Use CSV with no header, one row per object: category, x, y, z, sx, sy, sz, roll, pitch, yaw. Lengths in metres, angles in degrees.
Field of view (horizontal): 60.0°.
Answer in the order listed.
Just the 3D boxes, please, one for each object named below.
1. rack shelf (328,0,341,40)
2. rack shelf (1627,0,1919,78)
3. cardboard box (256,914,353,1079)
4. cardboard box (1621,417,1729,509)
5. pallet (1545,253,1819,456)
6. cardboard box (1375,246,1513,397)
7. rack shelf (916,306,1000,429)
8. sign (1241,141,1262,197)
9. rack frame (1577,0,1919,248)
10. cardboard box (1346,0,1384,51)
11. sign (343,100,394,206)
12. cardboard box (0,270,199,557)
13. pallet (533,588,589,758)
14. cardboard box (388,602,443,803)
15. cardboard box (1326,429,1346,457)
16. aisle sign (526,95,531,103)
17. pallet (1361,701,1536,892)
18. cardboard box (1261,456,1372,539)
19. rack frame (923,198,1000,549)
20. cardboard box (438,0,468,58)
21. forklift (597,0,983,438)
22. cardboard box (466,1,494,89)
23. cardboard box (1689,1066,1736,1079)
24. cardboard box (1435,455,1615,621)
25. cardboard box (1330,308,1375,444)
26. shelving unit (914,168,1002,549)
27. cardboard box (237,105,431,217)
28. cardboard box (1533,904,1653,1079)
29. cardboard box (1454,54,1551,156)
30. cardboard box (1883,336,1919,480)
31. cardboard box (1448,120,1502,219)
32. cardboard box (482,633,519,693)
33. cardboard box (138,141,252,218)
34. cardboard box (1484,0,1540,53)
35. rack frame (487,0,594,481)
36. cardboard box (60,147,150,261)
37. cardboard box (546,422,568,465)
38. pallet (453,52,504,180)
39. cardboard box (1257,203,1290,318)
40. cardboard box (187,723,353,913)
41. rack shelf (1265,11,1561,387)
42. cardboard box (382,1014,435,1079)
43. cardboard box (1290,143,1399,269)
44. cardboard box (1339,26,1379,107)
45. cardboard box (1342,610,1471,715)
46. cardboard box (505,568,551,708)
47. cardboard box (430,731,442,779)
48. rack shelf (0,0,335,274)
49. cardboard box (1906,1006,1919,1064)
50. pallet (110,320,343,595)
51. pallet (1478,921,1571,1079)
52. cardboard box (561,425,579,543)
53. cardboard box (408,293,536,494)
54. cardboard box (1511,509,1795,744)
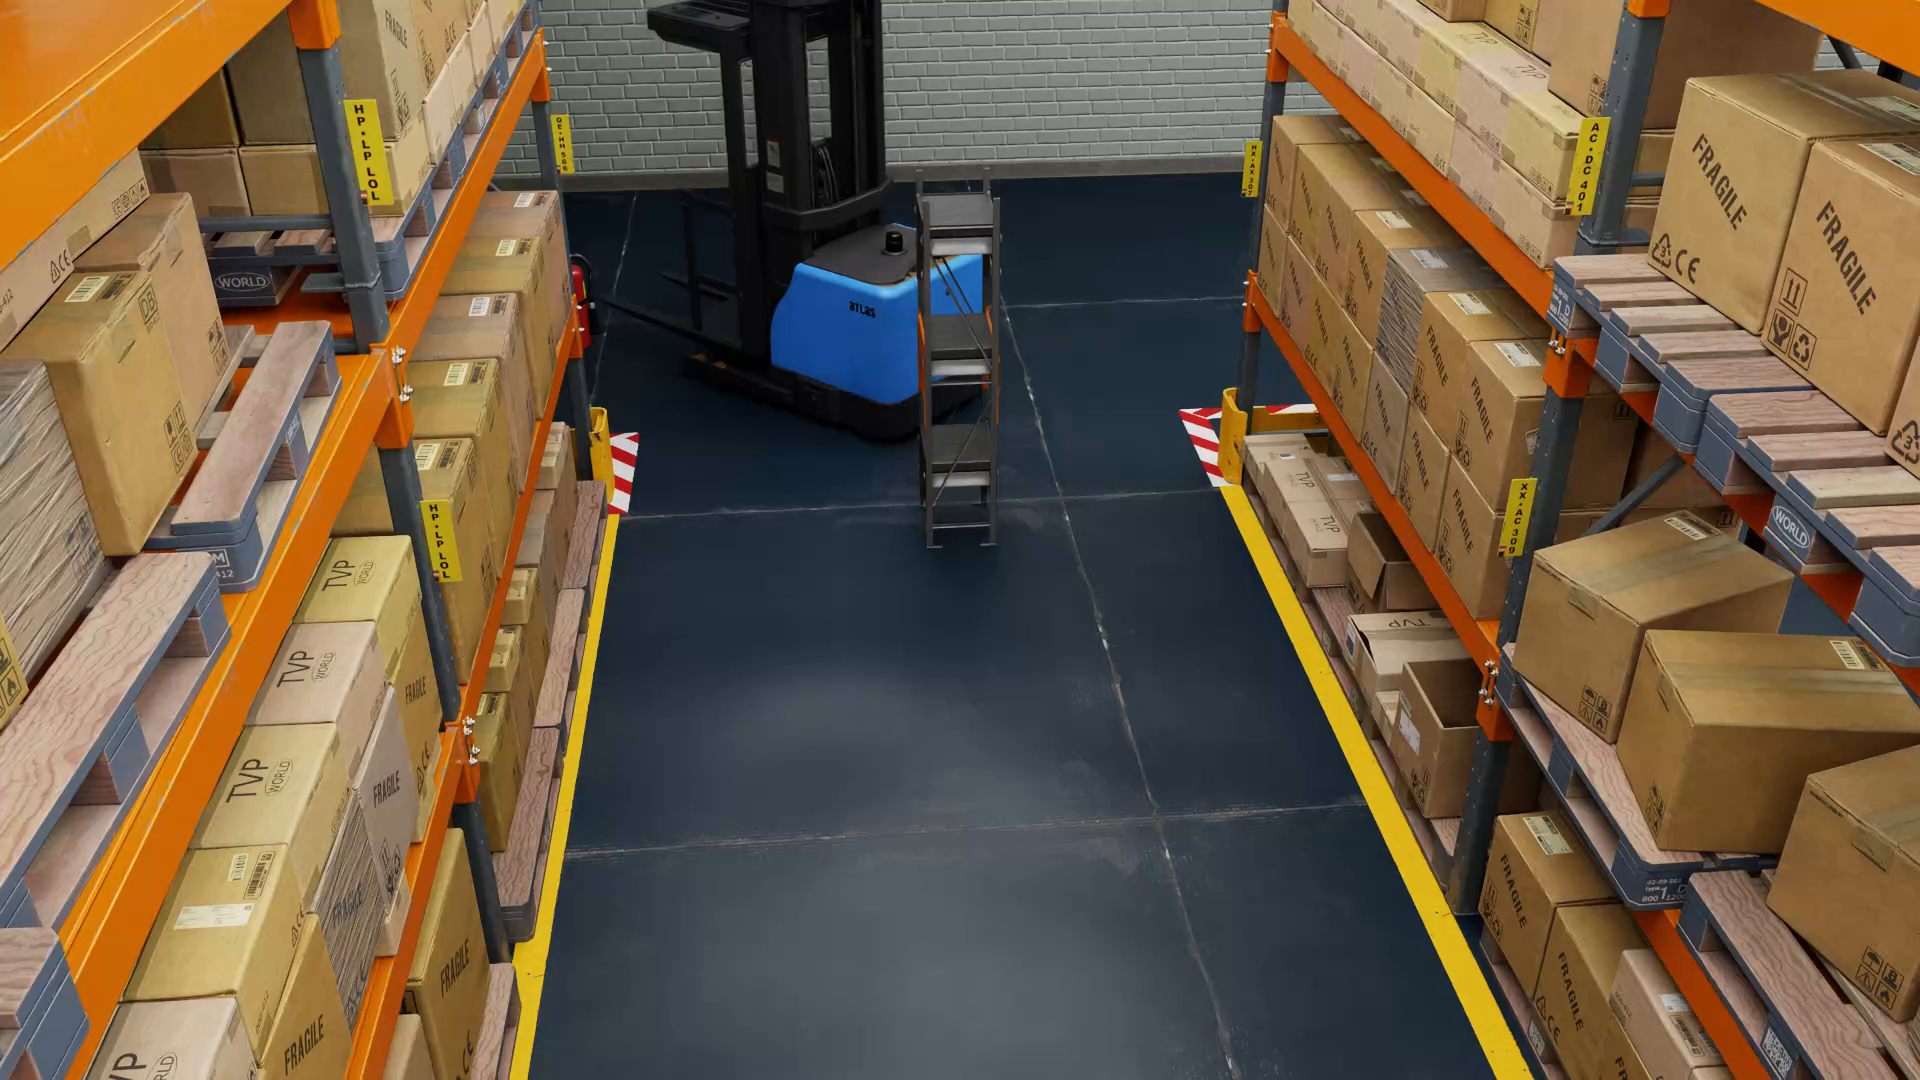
rack shelf,-2.527,-2.616,6.446,1.077,0.370,4.000,-3,31,-5
rack shelf,2.779,-0.813,3.428,1.077,0.370,4.000,-3,31,-5
cardboard box,-1.898,1.316,4.215,0.500,0.500,0.500,-2,31,-3
cardboard box,2.828,-0.466,6.532,0.500,0.500,0.500,-2,31,-3
pallet,2.583,-0.610,5.104,1.213,0.211,1.003,-3,31,-5
cardboard box,2.189,-0.976,7.386,0.500,0.500,0.500,-3,31,-4
rack shelf,-0.015,-0.974,9.360,0.431,0.518,0.480,-3,31,-5
sign,1.678,-2.127,9.542,0.100,0.325,0.005,-3,31,-5
rack frame,2.592,-2.315,4.850,1.000,3.000,0.127,-3,31,-5
cardboard box,2.100,-2.434,7.634,0.500,0.250,0.500,-3,31,-5
sign,-1.800,-1.176,5.057,0.100,0.325,0.005,-3,31,-5
cardboard box,-2.250,-0.284,3.849,0.700,0.500,0.500,-3,31,-6
pallet,-2.450,0.681,8.404,1.003,0.211,1.213,-3,31,-5
cardboard box,-2.046,0.544,5.507,0.500,0.500,0.500,-3,31,-5
cardboard box,2.514,-0.631,9.891,0.500,0.500,0.500,-3,31,-5
aisle sign,-2.421,-2.709,8.826,0.394,0.787,0.004,-3,31,-5
pallet,2.529,1.107,7.691,1.003,0.211,1.213,-3,31,-5
cardboard box,2.033,-0.244,9.485,0.500,0.250,0.500,-3,31,-5
rack frame,0.007,-0.861,9.144,0.400,2.100,0.015,-3,31,-5
cardboard box,-2.233,-2.160,6.424,0.500,0.500,0.500,-3,31,-4
forklift,-1.297,-2.520,11.111,3.031,2.935,1.130,22,37,32
cardboard box,-2.278,-2.097,7.049,0.500,0.250,0.500,-4,31,-6
cardboard box,2.535,1.848,5.008,0.500,0.250,0.500,-3,31,-6
cardboard box,2.290,-0.025,6.770,0.500,0.500,0.500,-2,31,-4
cardboard box,2.140,-0.810,8.084,0.500,0.500,0.500,-2,31,-4
shelving unit,-0.015,-0.986,9.353,0.431,2.100,0.503,-3,31,-5
cardboard box,-2.142,-1.312,5.736,0.500,0.250,0.500,-3,31,-5
cardboard box,2.455,1.675,6.029,0.500,0.500,0.500,-2,31,-4
cardboard box,2.233,-1.668,6.351,0.500,0.250,0.500,-3,31,-5
cardboard box,2.693,-0.352,3.884,0.600,0.600,0.600,-4,31,-7
cardboard box,2.246,-1.454,6.480,0.500,0.250,0.500,-3,31,-5
cardboard box,-2.158,0.544,7.310,0.380,0.149,0.250,-2,31,-3
cardboard box,-2.637,-1.285,5.690,0.500,0.250,0.500,-2,31,-4
cardboard box,2.550,-2.263,6.615,0.700,0.500,0.500,-3,31,-5
rack frame,-2.713,-1.542,9.407,1.000,3.000,0.127,-3,31,-5
cardboard box,-2.388,-0.886,4.125,0.500,0.250,0.500,-1,31,-1
cardboard box,-2.355,-0.519,9.088,0.380,0.149,0.250,-3,31,-5
pallet,-2.517,-1.789,6.982,1.003,0.211,1.213,-3,31,-5
cardboard box,1.997,-1.585,9.381,0.500,0.500,0.500,-2,31,-4
cardboard box,-1.956,0.747,4.436,0.500,0.250,0.500,-2,31,-4
rack shelf,2.405,-1.739,7.513,1.077,0.370,4.000,-3,31,-5
cardboard box,-2.064,2.022,5.127,0.750,0.750,0.750,-2,31,-3
cardboard box,2.054,-1.748,8.679,0.500,0.500,0.500,-2,31,-4
cardboard box,2.095,-2.219,7.762,0.500,0.250,0.500,-3,31,-5
cardboard box,2.186,0.566,8.070,0.500,0.311,0.500,-3,31,-5
cardboard box,-2.397,0.487,8.037,0.700,0.500,0.500,-2,31,-3
cardboard box,-2.026,0.758,5.781,0.380,0.149,0.250,-2,31,-4
rack shelf,-2.153,-0.574,3.027,1.077,0.370,4.000,-3,31,-5
cardboard box,2.899,1.287,4.162,0.700,0.500,0.500,3,31,5
pallet,-2.205,-0.240,4.488,0.805,0.209,1.217,-4,31,-7
pallet,2.706,1.871,6.411,1.003,0.211,1.213,-3,31,-5
cardboard box,-2.548,-0.297,9.350,0.700,0.500,0.500,-3,31,-5
cardboard box,-2.515,-0.651,7.622,0.980,0.700,0.700,-4,31,-7
cardboard box,2.413,0.290,5.832,0.700,0.500,0.500,-13,33,-21
